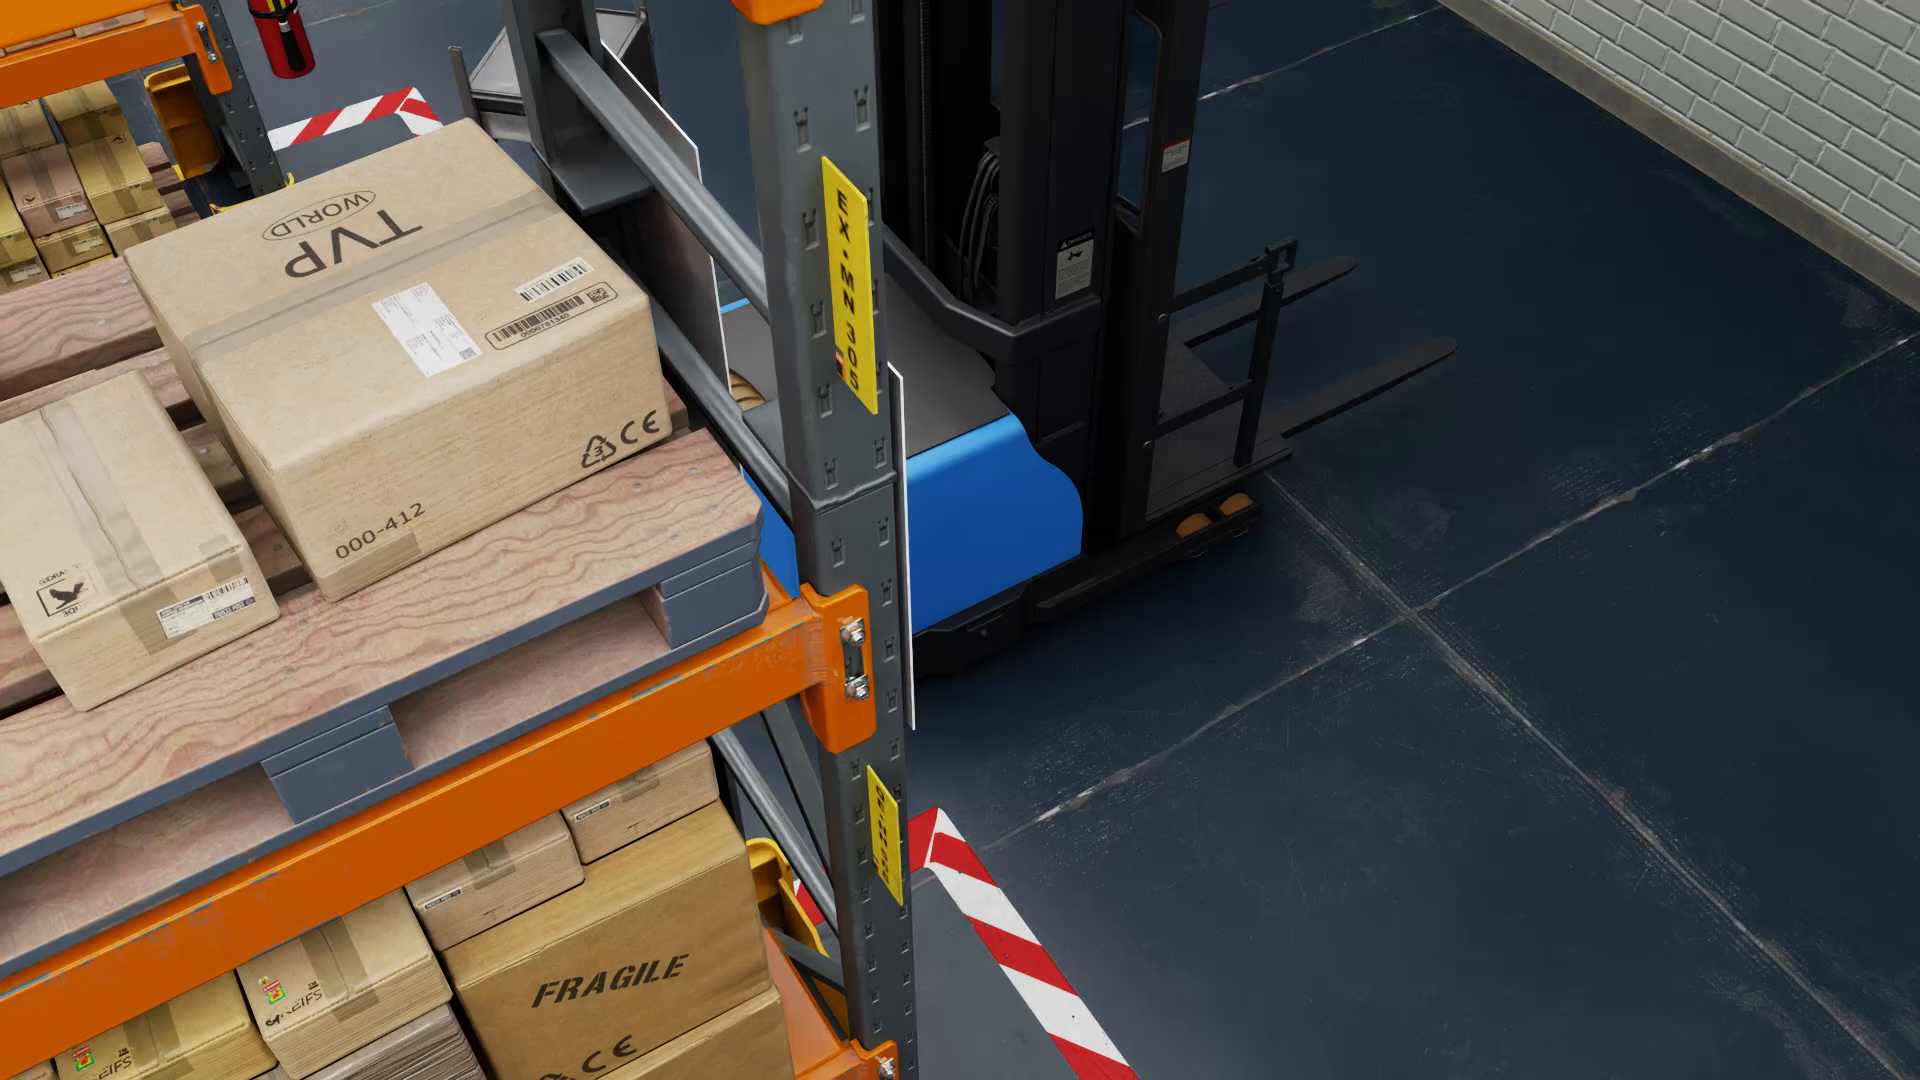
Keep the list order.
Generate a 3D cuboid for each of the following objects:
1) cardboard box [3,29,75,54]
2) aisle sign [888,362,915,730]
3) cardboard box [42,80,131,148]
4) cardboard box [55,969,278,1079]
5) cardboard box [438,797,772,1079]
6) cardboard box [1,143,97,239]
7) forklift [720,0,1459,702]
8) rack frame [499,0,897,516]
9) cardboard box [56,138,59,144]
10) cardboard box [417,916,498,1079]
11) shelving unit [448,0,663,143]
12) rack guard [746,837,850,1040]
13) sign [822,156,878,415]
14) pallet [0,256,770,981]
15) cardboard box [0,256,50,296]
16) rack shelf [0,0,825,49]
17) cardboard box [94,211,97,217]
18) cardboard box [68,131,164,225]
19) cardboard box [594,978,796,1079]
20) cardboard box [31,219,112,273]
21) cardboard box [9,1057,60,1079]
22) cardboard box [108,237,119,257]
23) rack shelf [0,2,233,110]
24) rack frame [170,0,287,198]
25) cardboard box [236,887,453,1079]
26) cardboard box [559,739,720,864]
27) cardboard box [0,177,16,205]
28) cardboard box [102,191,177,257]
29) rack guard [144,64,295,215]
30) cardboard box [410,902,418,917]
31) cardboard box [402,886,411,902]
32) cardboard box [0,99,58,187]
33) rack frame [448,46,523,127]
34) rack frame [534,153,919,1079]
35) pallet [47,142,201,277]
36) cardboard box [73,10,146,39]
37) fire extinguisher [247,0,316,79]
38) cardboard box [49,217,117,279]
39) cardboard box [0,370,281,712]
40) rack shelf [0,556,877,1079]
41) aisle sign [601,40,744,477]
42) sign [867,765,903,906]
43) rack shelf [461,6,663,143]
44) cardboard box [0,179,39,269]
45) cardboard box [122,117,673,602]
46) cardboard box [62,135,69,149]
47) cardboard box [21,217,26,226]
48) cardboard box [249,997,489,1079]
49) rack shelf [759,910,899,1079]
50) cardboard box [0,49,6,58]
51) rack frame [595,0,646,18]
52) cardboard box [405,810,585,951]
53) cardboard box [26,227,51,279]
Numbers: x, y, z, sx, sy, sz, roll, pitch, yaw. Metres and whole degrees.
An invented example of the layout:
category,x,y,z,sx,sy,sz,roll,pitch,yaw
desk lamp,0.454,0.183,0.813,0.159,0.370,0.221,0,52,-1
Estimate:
category,x,y,z,sx,sy,sz,roll,pitch,yaw
cardboard box,-3.490,-1.994,6.185,0.250,0.149,0.380,-25,53,-21
aisle sign,-0.181,-0.073,2.565,0.004,0.787,0.394,-25,53,-21
cardboard box,-3.759,-1.857,7.124,0.250,0.149,0.380,-27,54,-22
cardboard box,-1.214,0.659,2.483,0.250,0.149,0.380,-24,53,-20
cardboard box,-0.688,0.601,2.969,0.500,0.500,0.500,-24,52,-20
cardboard box,-3.690,-1.416,6.732,0.250,0.149,0.380,-24,53,-20
forklift,0.535,-1.223,5.376,3.031,2.935,1.130,-25,53,-21
rack frame,-0.407,-1.370,1.445,0.127,3.000,1.000,-25,53,-21
cardboard box,-3.976,-1.632,7.123,0.250,0.149,0.380,-25,53,-21
cardboard box,-1.107,1.141,3.158,0.500,0.500,0.500,-26,53,-22
shelving unit,-1.193,-0.835,5.588,0.431,2.100,0.503,8,49,7
rack guard,-0.387,1.446,4.627,0.348,0.500,1.175,-25,53,-21
sign,-0.130,-0.293,1.954,0.005,0.325,0.100,-25,53,-21
pallet,-1.029,-0.041,2.329,1.213,0.211,1.003,-25,53,-21
cardboard box,-3.867,-1.153,6.697,0.250,0.149,0.380,-27,54,-22
rack shelf,-2.099,-0.201,1.153,4.000,0.370,1.077,-25,53,-21
cardboard box,-3.926,-1.490,7.196,0.250,0.149,0.380,-25,53,-21
cardboard box,-3.447,-1.480,6.789,0.250,0.149,0.380,-25,53,-20
cardboard box,-0.674,0.951,3.328,0.500,0.500,0.500,-25,53,-21
cardboard box,-3.678,-1.291,6.820,0.250,0.149,0.380,-26,53,-22
cardboard box,-1.473,0.719,2.430,0.250,0.149,0.380,-26,53,-21
cardboard box,-3.468,-1.312,7.037,0.250,0.149,0.380,-24,53,-20
rack shelf,-4.826,-1.425,5.992,4.000,0.370,1.077,-25,53,-21
rack frame,-3.134,-2.461,6.433,0.127,3.000,1.000,-25,53,-21
cardboard box,-0.979,0.585,2.550,0.250,0.149,0.380,-26,53,-21
cardboard box,-0.604,0.313,2.792,0.250,0.149,0.380,-25,53,-20
cardboard box,-4.136,-1.478,6.987,0.250,0.149,0.380,-25,53,-20
cardboard box,-3.428,-1.361,6.882,0.250,0.149,0.380,-27,53,-22
rack guard,-3.198,-1.600,7.340,0.348,0.500,1.175,-25,53,-21
cardboard box,-1.380,0.821,3.444,0.500,0.500,0.500,-26,53,-21
cardboard box,-1.399,0.481,3.077,0.500,0.500,0.500,-27,54,-22
cardboard box,-3.928,-1.671,6.959,0.250,0.149,0.380,-24,53,-20
rack frame,-1.241,-0.656,5.428,0.400,2.100,0.015,8,49,7
rack frame,-0.407,0.625,3.685,0.127,3.000,1.000,-25,53,-21
pallet,-3.904,-1.202,7.179,1.213,0.211,1.003,-25,53,-21
cardboard box,-3.259,-2.069,6.253,0.250,0.149,0.380,-25,53,-21
fire extinguisher,-2.675,-2.121,6.431,0.183,0.674,0.296,-25,53,-21
cardboard box,-3.632,-1.145,6.889,0.250,0.149,0.380,-24,52,-20
cardboard box,-1.052,-0.008,2.060,0.250,0.149,0.380,-29,54,-23
rack shelf,-2.099,0.663,2.124,4.000,0.370,1.077,-25,53,-21
aisle sign,-0.501,-0.452,2.903,0.004,0.787,0.394,-25,53,-21
sign,-0.130,0.509,2.854,0.005,0.325,0.100,-25,53,-21
rack shelf,-1.193,-1.291,5.075,0.431,0.518,0.480,8,49,7
cardboard box,-3.841,-1.233,6.568,0.250,0.149,0.380,-26,53,-22
cardboard box,-0.740,-0.260,2.216,0.500,0.250,0.500,-30,55,-24
cardboard box,-3.714,-1.705,7.189,0.250,0.149,0.380,-23,52,-19
cardboard box,-4.132,-1.387,7.104,0.250,0.149,0.380,-25,53,-20
cardboard box,-1.115,0.828,2.767,0.500,0.500,0.500,-25,53,-21
rack shelf,-2.099,1.661,3.244,4.000,0.370,1.077,-25,53,-21
cardboard box,-3.694,-1.885,6.088,0.250,0.149,0.380,-26,53,-21
rack frame,-1.146,-1.014,5.747,0.400,2.100,0.015,8,49,7
cardboard box,-0.806,0.429,2.688,0.250,0.149,0.380,-24,53,-20
cardboard box,-3.901,-1.094,6.844,0.250,0.149,0.380,-25,53,-21
